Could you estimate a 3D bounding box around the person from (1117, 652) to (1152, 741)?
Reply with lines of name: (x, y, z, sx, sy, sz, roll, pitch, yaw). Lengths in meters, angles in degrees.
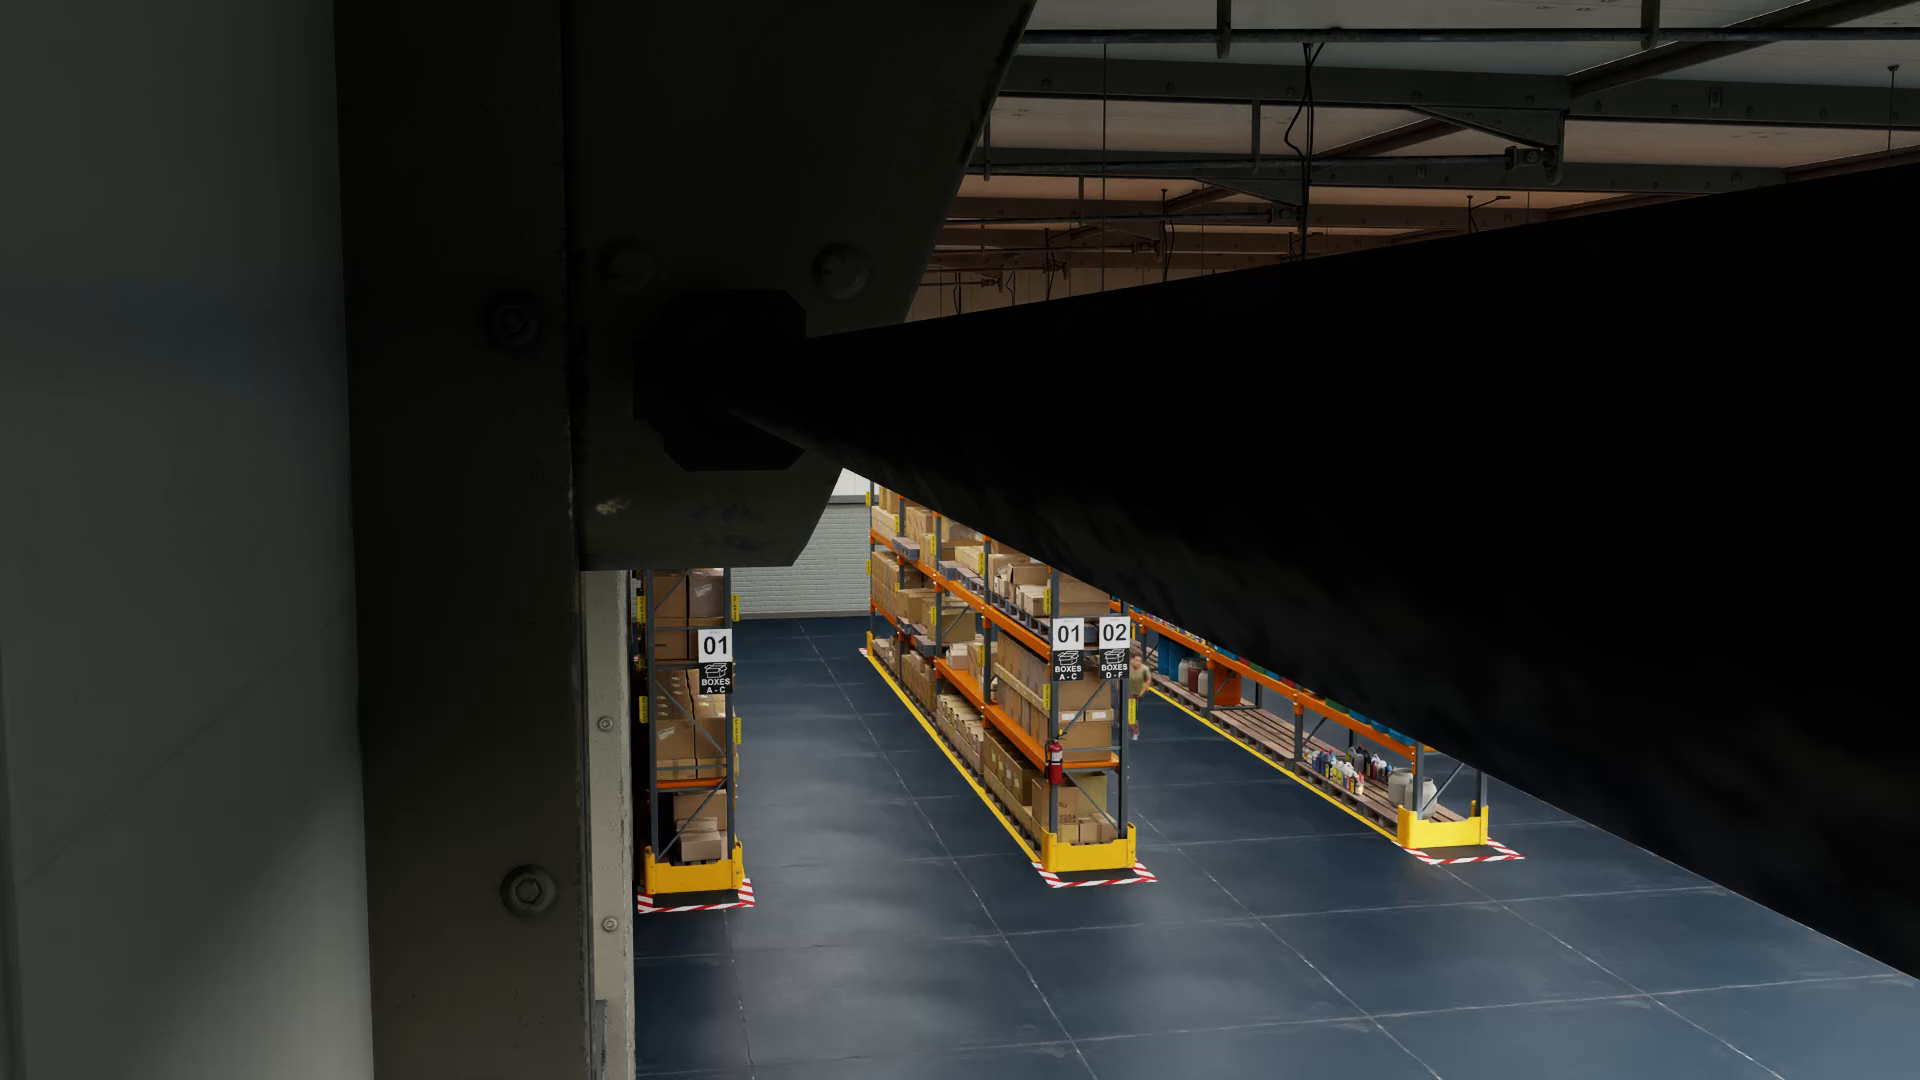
person: (2.958, 2.615, 28.493, 0.574, 1.526, 0.971, 0, 6, -5)
